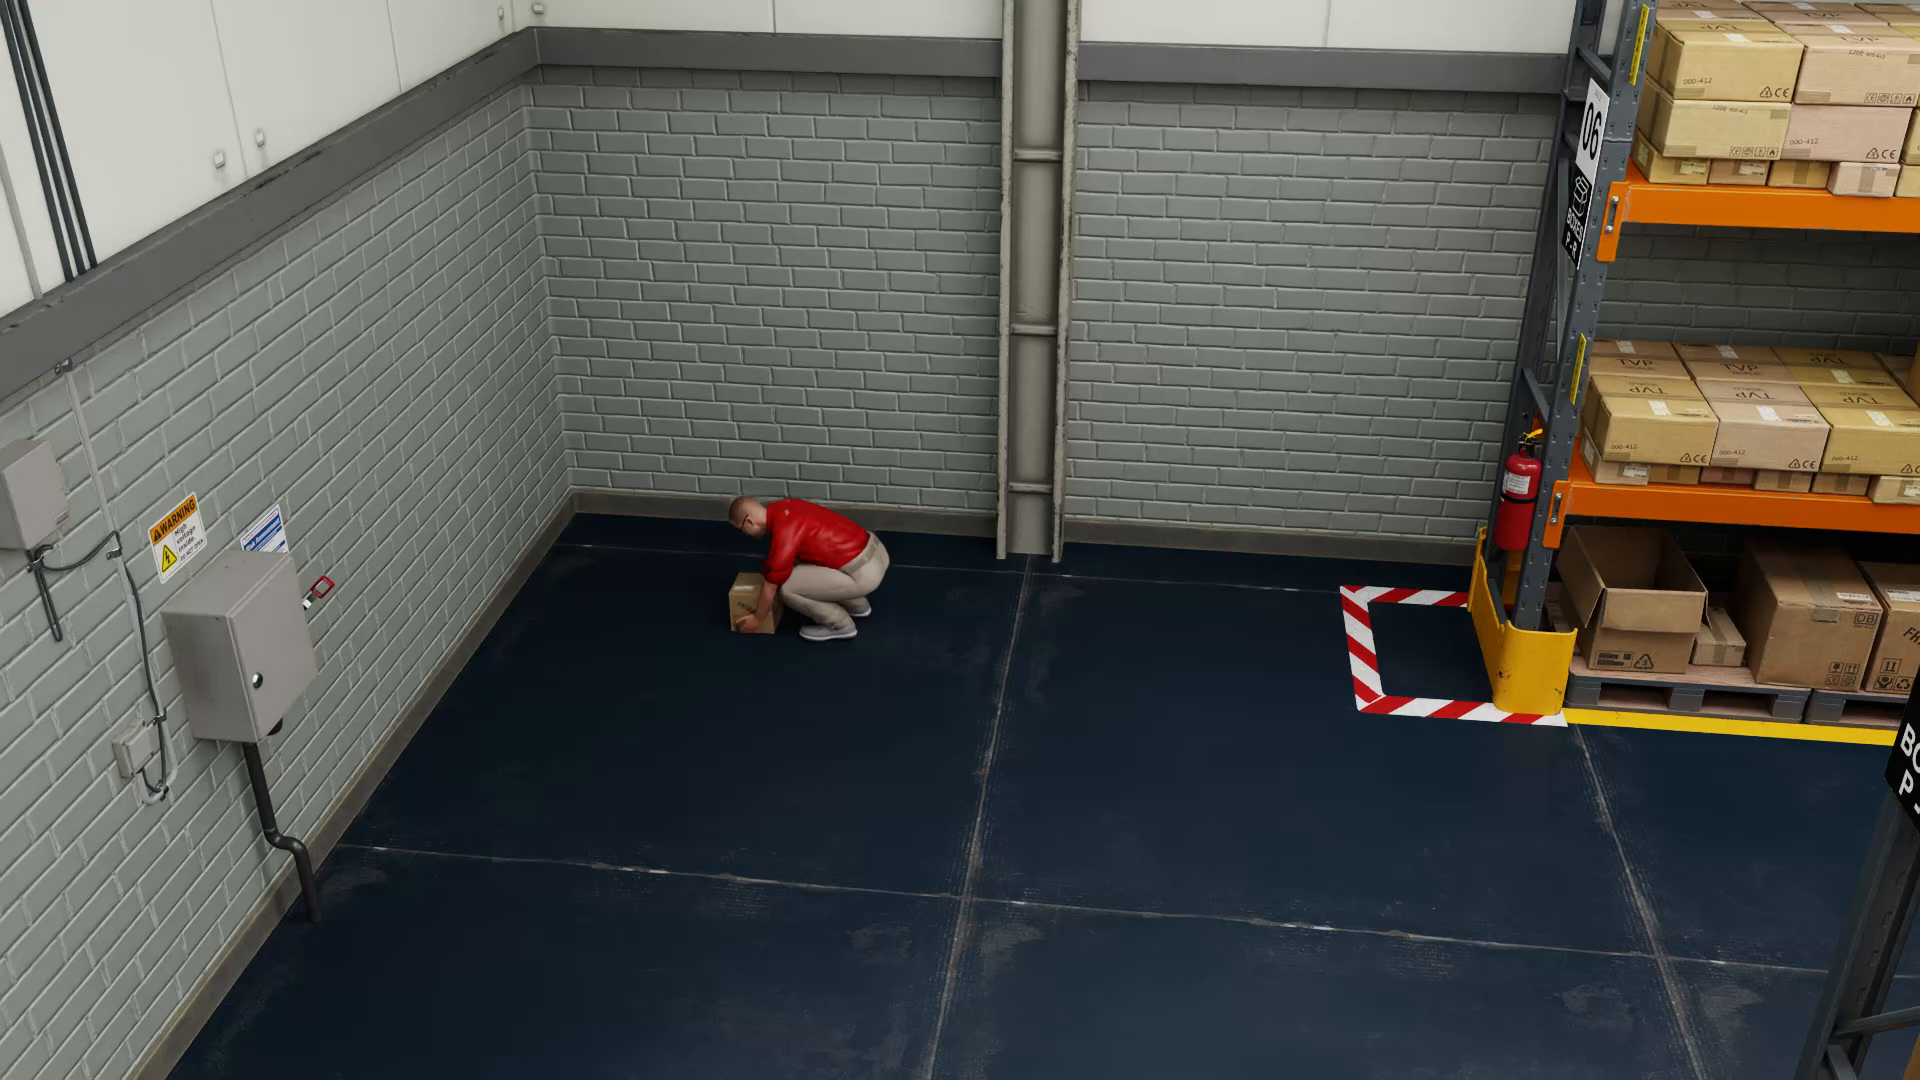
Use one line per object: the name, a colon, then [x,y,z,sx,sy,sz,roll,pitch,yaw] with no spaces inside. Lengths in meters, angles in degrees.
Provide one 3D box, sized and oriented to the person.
person: [-0.842,0.138,9.366,0.864,0.859,0.552,3,28,6]
